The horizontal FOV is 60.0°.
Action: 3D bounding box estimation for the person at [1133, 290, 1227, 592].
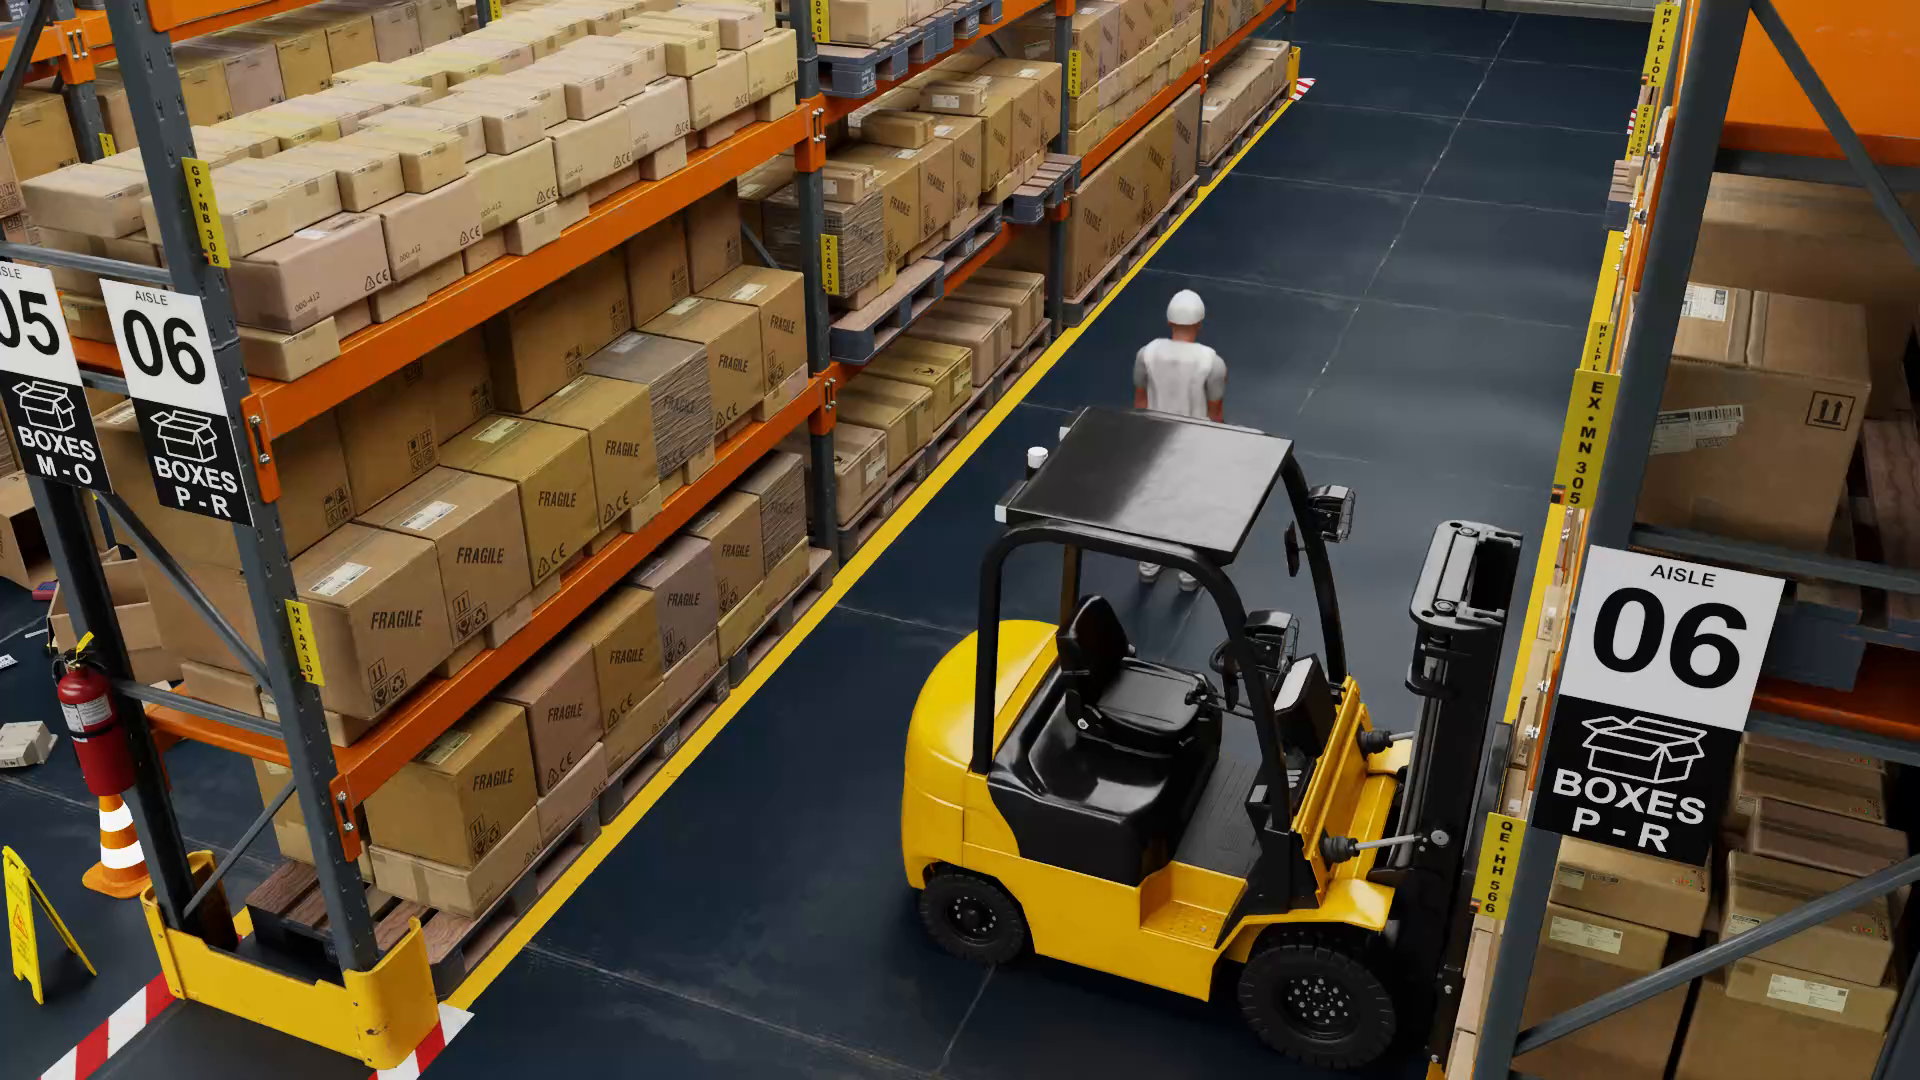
[{"bbox_3d":[1.224,-0.556,9.375,0.525,1.795,0.334,12,32,20],"label":"person"}]
